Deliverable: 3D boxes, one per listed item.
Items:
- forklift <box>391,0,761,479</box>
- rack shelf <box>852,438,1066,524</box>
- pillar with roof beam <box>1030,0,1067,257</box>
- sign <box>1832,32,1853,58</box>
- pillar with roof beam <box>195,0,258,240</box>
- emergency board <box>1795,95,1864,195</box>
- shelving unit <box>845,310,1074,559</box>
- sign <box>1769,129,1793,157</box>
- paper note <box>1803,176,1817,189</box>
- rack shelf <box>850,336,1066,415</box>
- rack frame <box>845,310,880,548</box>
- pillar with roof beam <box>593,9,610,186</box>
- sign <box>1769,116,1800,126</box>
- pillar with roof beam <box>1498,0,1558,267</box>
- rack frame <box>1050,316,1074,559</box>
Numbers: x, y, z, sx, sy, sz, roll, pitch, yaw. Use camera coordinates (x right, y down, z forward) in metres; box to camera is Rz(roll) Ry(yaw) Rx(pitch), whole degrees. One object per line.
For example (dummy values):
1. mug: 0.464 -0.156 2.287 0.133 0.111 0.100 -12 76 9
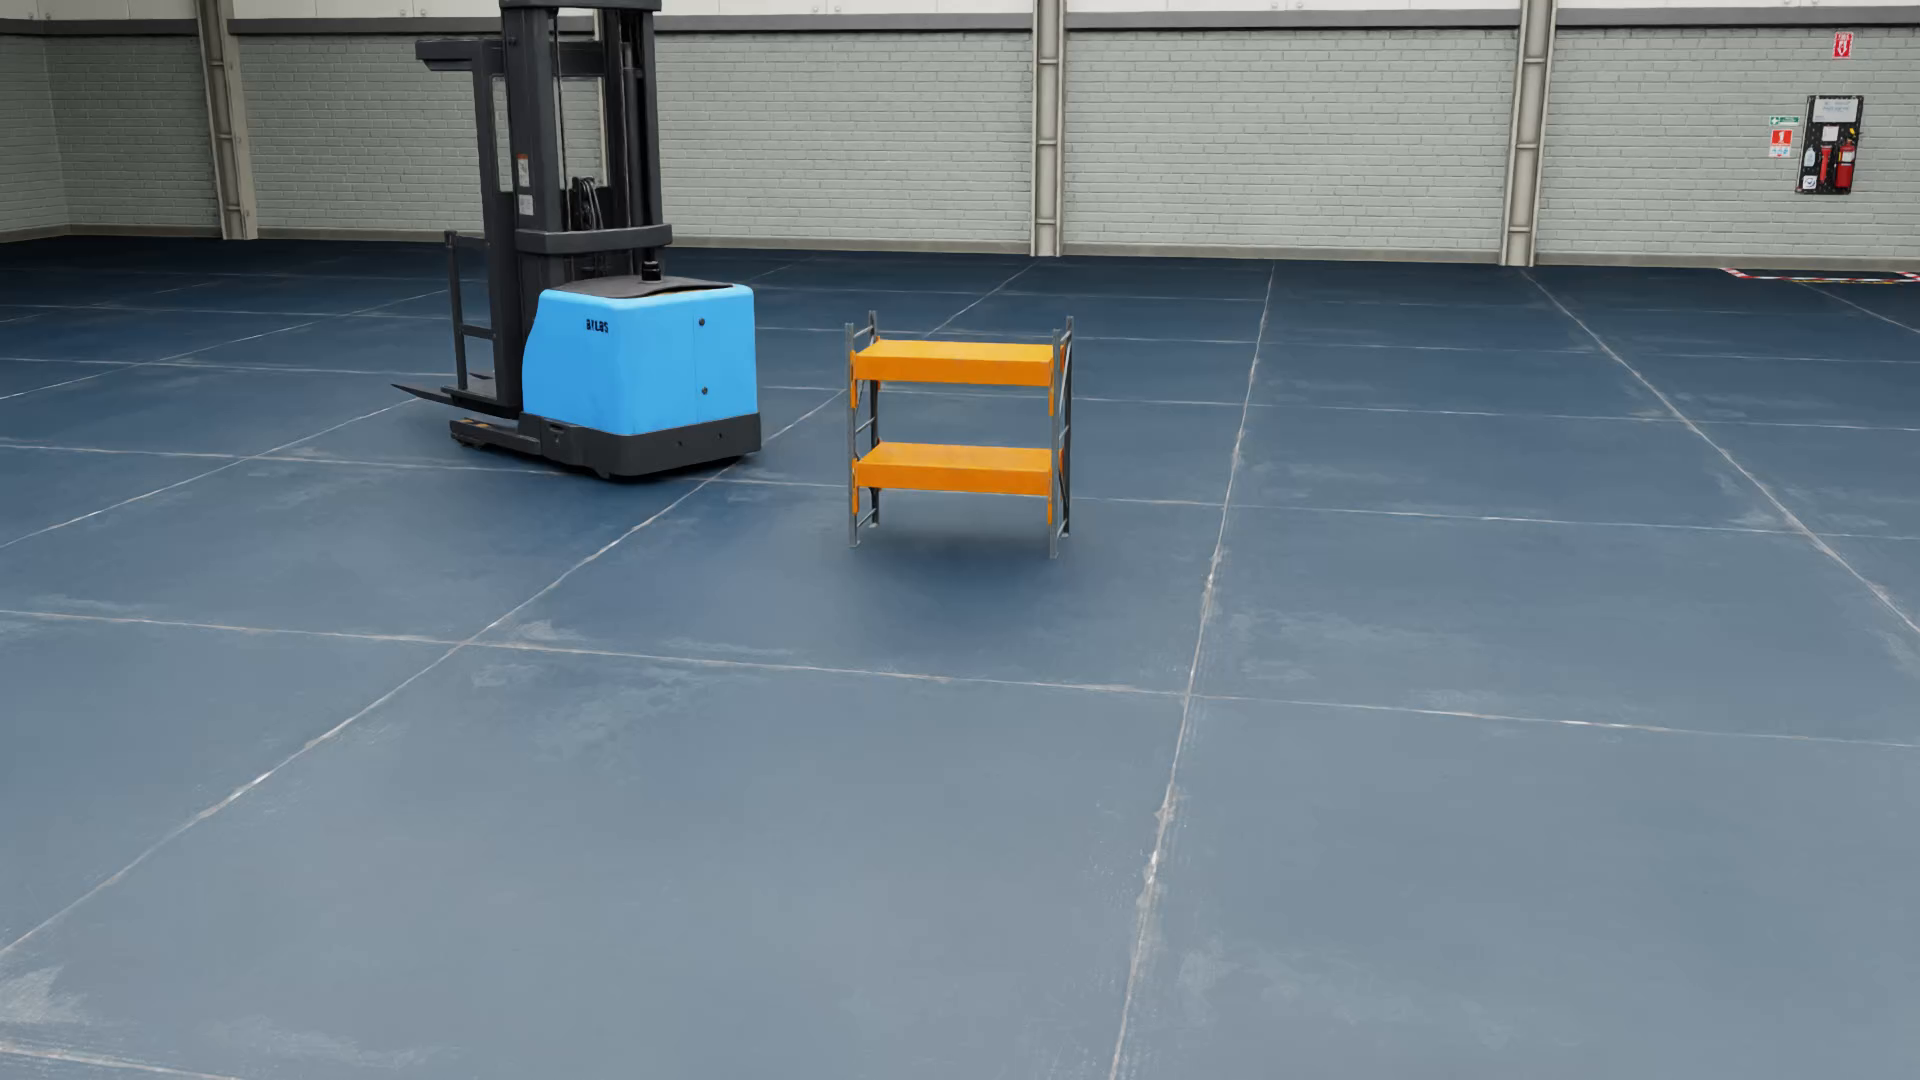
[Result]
1. forklift: -2.641 -2.077 10.501 3.031 2.935 1.130 14 21 41
2. rack shelf: 0.007 -0.306 8.406 1.000 0.278 0.538 3 16 11
3. pillar with roof beam: 0.300 -7.012 16.949 0.400 9.000 9.100 3 16 11
4. sign: 10.515 -5.894 19.808 0.199 0.298 0.001 3 16 11
5. pillar with roof beam: -11.459 -7.651 19.254 0.400 9.000 9.100 3 16 11
6. emergency board: 10.503 -4.750 20.022 0.643 1.169 0.194 3 16 11
7. shelving unit: 0.007 -0.542 8.341 1.048 1.125 0.538 3 16 11
8. sign: 9.982 -4.824 20.221 0.234 0.329 0.001 3 16 11
9. paper note: 10.343 -4.353 20.239 0.142 0.148 0.016 3 16 11
10. rack shelf: 0.007 -0.824 8.262 1.000 0.278 0.538 3 16 11
11. rack frame: -0.492 -0.569 8.438 0.032 1.125 0.500 3 16 11
12. pillar with roof beam: -5.580 -7.331 18.102 0.400 9.000 9.100 3 16 11
13. sign: 9.985 -5.077 20.141 0.331 0.109 0.001 3 16 11
14. pillar with roof beam: 6.180 -6.693 15.797 0.400 9.000 9.100 3 16 11
15. rack frame: 0.505 -0.515 8.243 0.032 1.125 0.500 3 16 11
